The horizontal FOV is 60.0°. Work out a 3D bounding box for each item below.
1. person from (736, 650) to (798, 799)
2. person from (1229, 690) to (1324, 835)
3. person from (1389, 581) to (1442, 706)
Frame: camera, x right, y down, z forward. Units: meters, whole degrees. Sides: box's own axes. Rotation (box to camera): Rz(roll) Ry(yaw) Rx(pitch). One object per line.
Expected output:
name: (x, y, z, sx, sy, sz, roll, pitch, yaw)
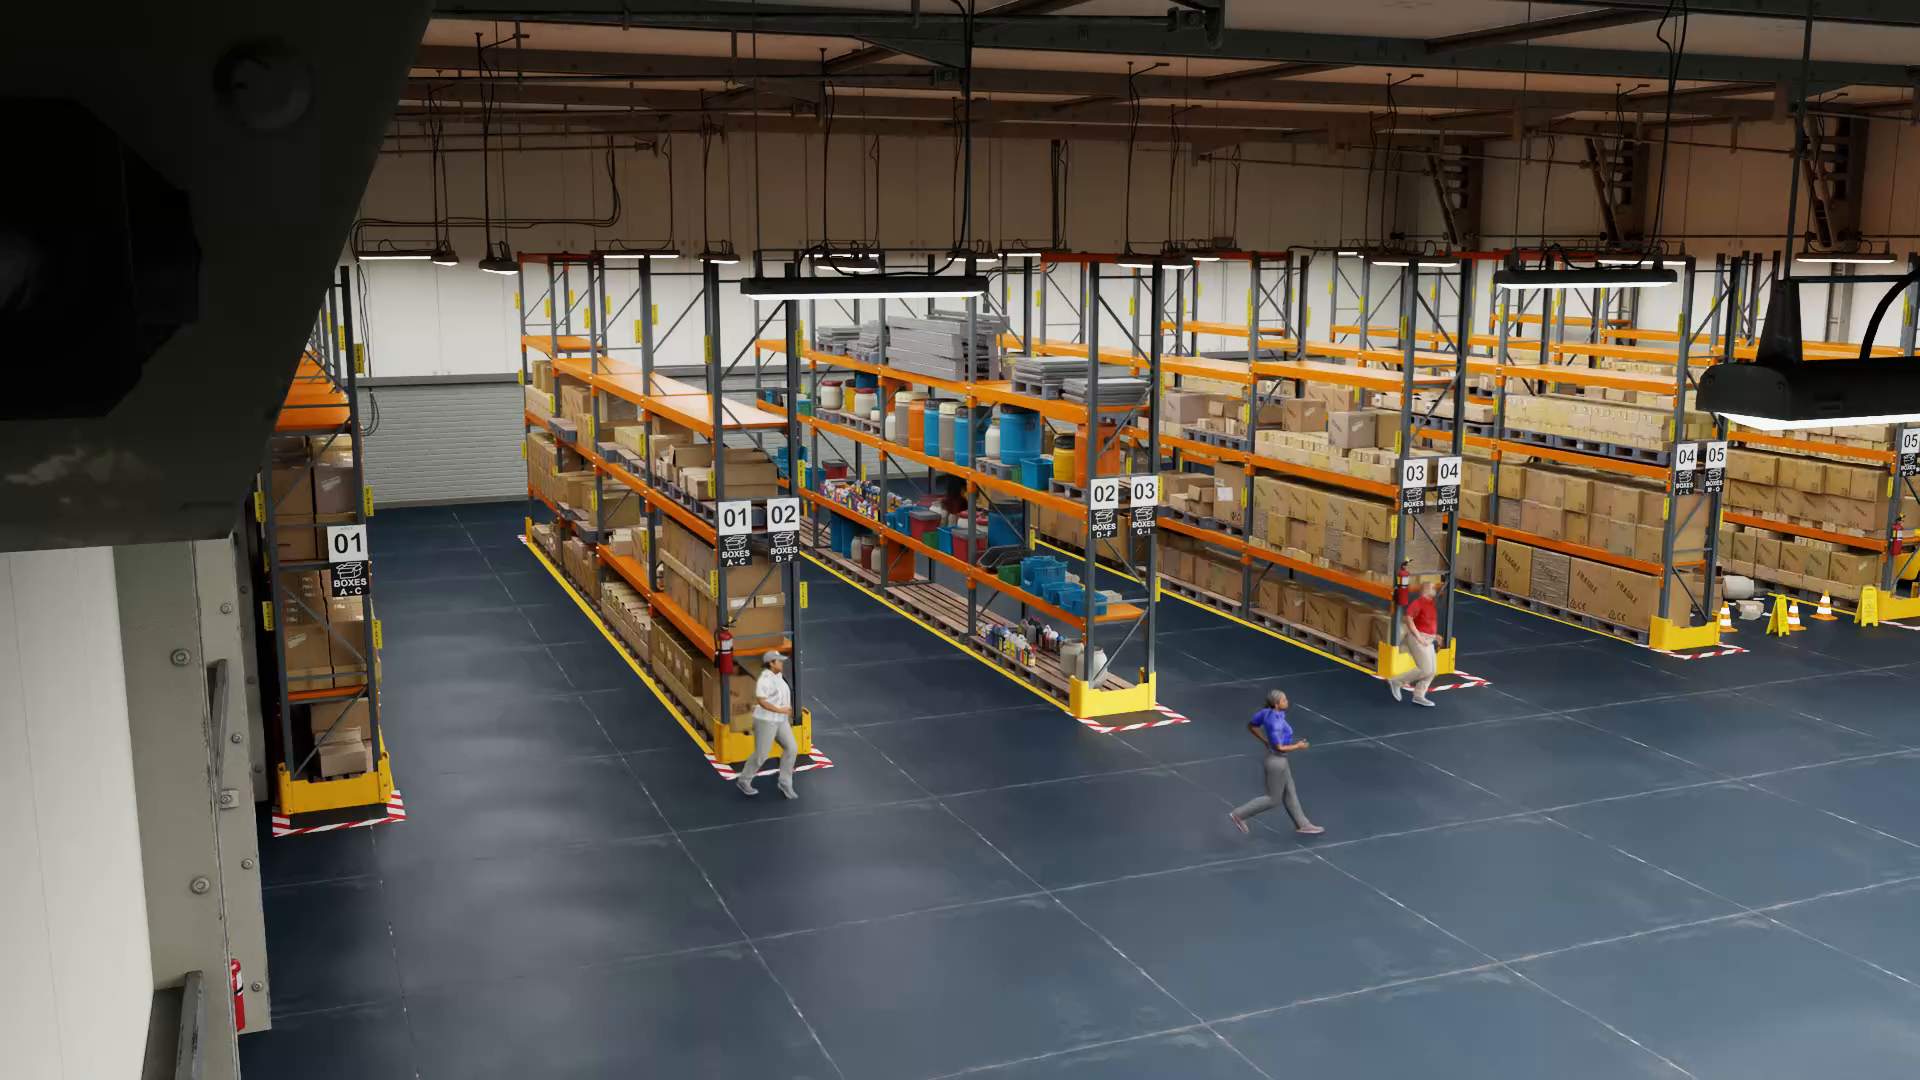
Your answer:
person: (-2.156, 2.100, 19.042, 0.708, 1.705, 0.667, 3, 11, 18)
person: (3.356, 2.351, 17.514, 1.044, 1.586, 0.594, 0, 10, 0)
person: (6.295, 1.391, 22.812, 0.613, 1.673, 0.739, 6, 12, 30)
